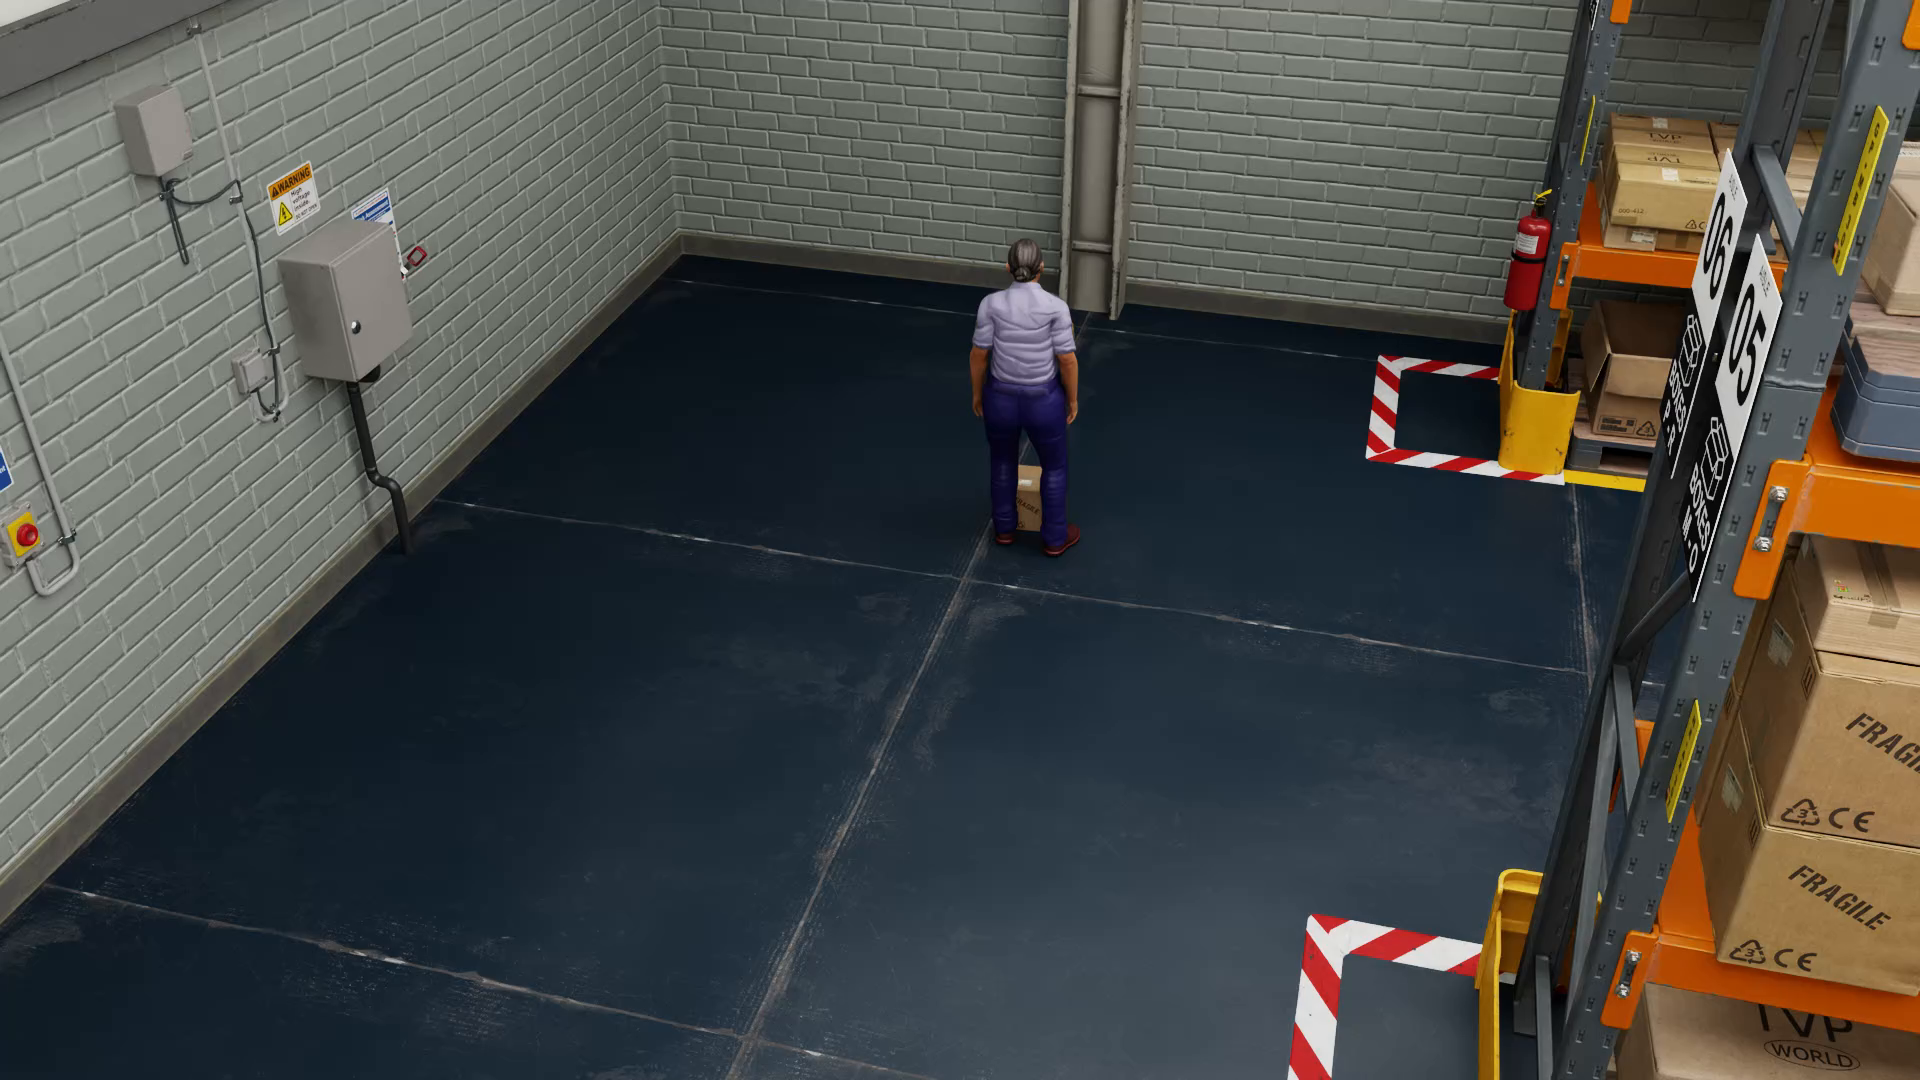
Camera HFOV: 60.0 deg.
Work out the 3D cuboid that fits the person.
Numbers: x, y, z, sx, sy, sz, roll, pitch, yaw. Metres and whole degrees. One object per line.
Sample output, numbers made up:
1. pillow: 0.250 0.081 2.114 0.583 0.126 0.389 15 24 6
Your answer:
1. person: 0.341 -0.694 8.213 0.554 1.652 0.422 6 34 10
